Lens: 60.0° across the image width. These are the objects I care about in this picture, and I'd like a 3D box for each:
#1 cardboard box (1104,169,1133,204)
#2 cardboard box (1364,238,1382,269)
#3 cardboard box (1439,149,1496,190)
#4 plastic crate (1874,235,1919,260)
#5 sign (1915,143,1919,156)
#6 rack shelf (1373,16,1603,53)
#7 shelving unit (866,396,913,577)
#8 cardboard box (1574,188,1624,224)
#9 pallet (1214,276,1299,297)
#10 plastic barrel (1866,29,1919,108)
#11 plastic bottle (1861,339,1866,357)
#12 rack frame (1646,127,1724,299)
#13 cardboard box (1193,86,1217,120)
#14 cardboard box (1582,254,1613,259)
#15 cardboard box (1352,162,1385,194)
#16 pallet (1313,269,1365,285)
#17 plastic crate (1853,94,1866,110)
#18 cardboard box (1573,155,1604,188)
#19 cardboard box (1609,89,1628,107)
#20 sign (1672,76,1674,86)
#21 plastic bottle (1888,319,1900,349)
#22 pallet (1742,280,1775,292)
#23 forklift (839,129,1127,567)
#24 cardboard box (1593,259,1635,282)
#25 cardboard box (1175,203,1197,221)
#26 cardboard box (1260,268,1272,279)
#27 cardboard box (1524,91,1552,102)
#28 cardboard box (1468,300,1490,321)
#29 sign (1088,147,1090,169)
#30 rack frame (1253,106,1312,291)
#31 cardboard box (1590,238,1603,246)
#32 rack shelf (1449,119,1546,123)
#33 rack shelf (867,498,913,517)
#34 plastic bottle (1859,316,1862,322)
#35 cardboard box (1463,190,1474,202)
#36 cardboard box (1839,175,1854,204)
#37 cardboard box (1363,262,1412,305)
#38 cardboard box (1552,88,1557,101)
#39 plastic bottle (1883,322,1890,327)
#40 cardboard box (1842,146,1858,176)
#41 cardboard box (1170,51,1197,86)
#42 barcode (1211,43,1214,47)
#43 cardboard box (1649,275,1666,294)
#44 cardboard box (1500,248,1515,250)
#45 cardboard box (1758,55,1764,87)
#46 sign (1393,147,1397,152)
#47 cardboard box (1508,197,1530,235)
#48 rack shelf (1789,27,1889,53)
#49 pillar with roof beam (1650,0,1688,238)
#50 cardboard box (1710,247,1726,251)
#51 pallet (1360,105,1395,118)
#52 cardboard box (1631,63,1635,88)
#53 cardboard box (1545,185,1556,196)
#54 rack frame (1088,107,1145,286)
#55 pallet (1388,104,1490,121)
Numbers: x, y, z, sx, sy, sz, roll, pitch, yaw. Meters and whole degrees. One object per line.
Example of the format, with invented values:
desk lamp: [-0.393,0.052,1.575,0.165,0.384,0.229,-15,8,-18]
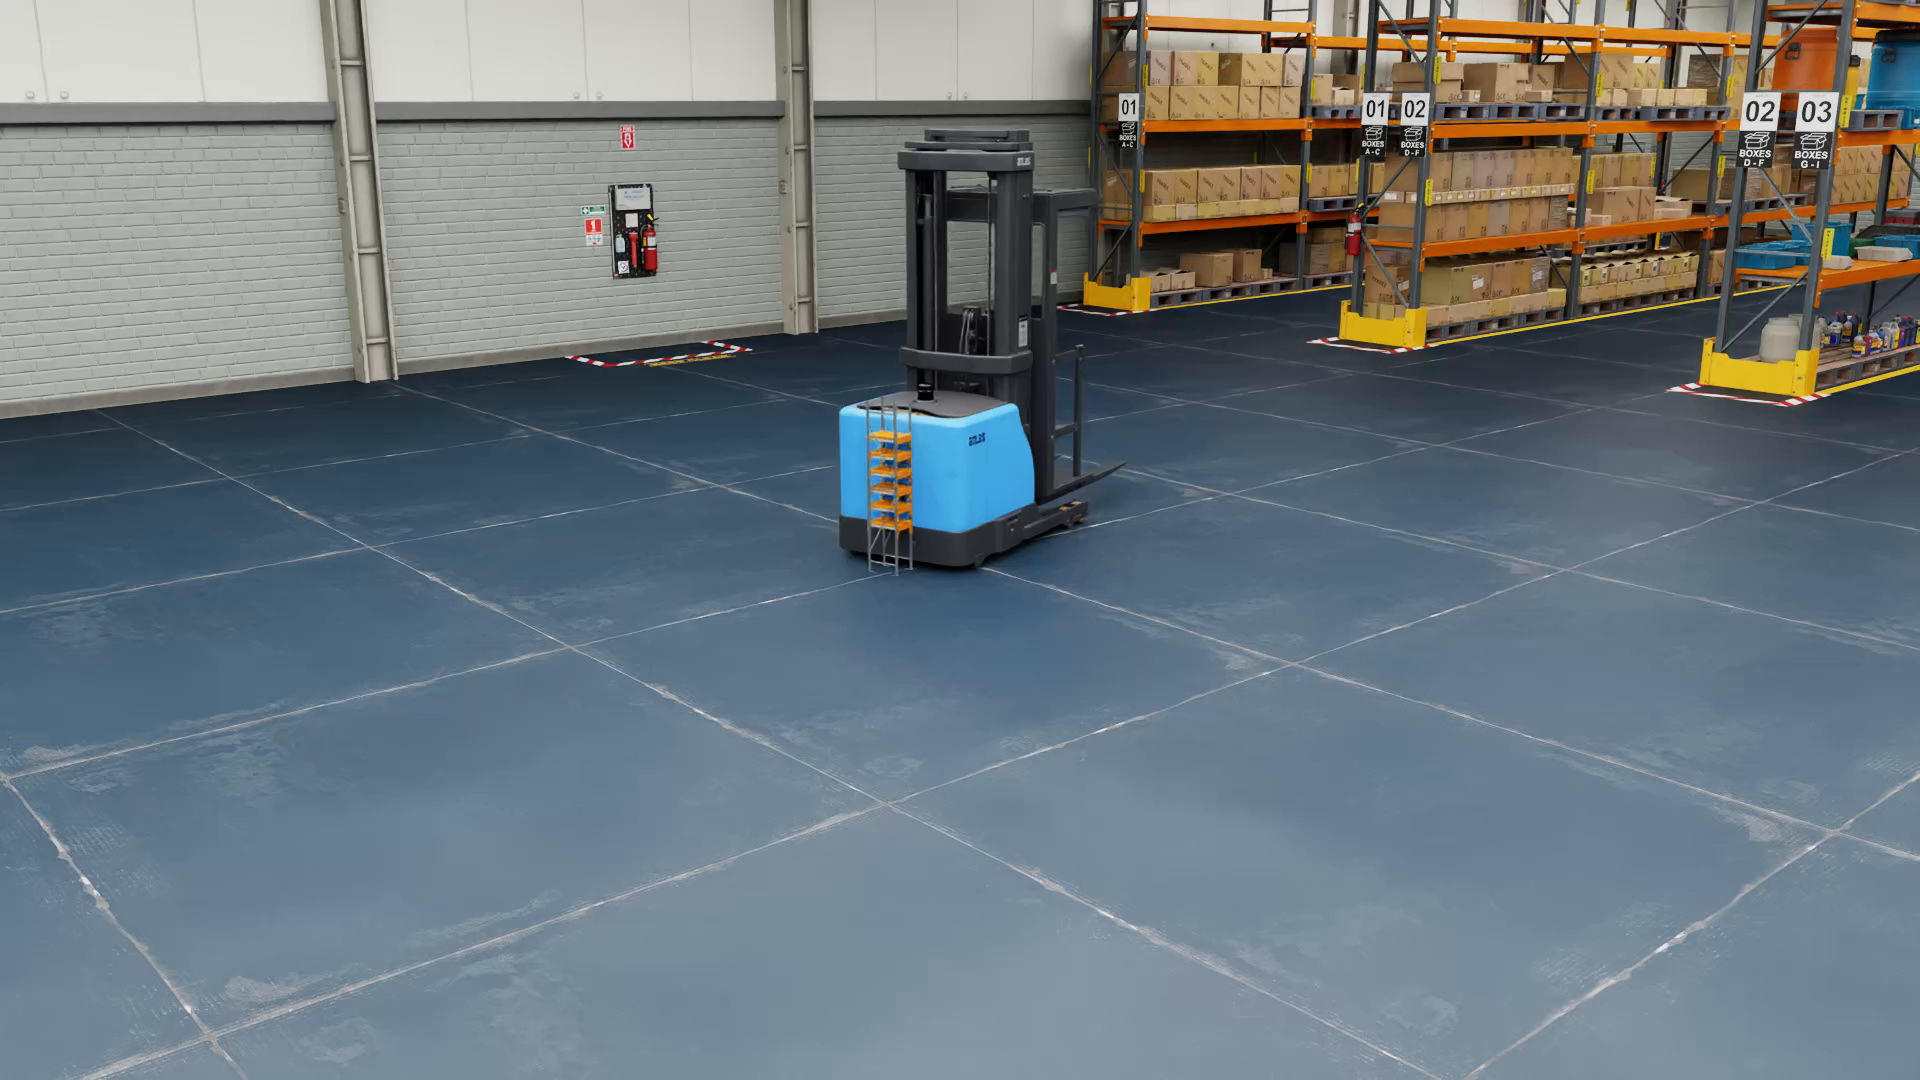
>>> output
cardboard box: [2.579,-5.470,25.714,0.500,0.500,0.500,-13,20,-40]
cardboard box: [7.068,-5.123,29.607,0.500,0.500,0.700,-13,20,-40]
cardboard box: [6.791,-5.022,22.530,0.500,0.500,0.700,-13,19,-39]
plastic crate: [11.227,-3.486,19.776,0.616,0.251,0.499,-13,19,-39]
sign: [18.036,-7.396,31.272,0.005,0.325,0.100,-13,19,-39]
rack shelf: [7.126,-6.782,22.370,4.000,0.370,1.077,-13,19,-39]
shelving unit: [-0.478,-0.362,11.282,0.258,1.200,0.189,9,17,29]
cardboard box: [9.622,-5.027,25.065,0.500,0.500,0.500,-11,18,-35]
pallet: [4.897,-4.259,27.785,1.213,0.211,1.003,-13,19,-39]
plastic barrel: [11.062,-5.544,19.597,0.708,0.901,0.600,-13,19,-39]
plastic bottle: [10.516,-2.245,19.412,0.097,0.201,0.097,0,15,0]
rack frame: [11.652,-5.441,26.805,0.127,3.000,1.000,-13,19,-39]
cardboard box: [3.597,-6.737,25.614,0.500,0.500,0.500,-12,19,-37]
cardboard box: [9.900,-4.291,25.928,0.500,0.311,0.500,-13,20,-40]
cardboard box: [7.124,-6.368,29.232,0.500,0.500,0.700,-13,19,-39]
pallet: [6.887,-4.719,29.509,1.213,0.211,1.003,-13,19,-39]
plastic crate: [10.107,-4.943,19.163,0.575,0.384,0.392,-13,19,-39]
cardboard box: [12.389,-7.438,33.703,0.700,0.700,0.980,-13,20,-41]
cardboard box: [9.518,-6.539,24.581,0.500,0.250,0.500,14,20,42]
sign: [14.778,-9.490,34.592,0.005,0.325,0.100,-13,19,-39]
plastic bottle: [11.198,-2.478,19.996,0.185,0.351,0.144,-13,20,-40]
pallet: [13.160,-4.418,28.381,1.213,0.211,1.003,-13,19,-39]
forklift: [0.329,-1.560,12.410,1.130,2.935,3.031,9,17,29]
cardboard box: [9.881,-4.102,25.220,0.500,0.311,0.500,-14,20,-41]
cardboard box: [3.321,-5.098,25.774,0.500,0.250,0.500,-13,20,-41]
cardboard box: [4.996,-4.474,27.824,0.380,0.166,0.250,13,20,40]
cardboard box: [7.904,-6.104,22.877,0.250,0.149,0.380,-13,19,-39]
cardboard box: [6.920,-3.177,22.847,0.500,0.250,0.500,-13,19,-39]
sign: [2.013,-5.873,25.567,0.005,0.325,0.100,-13,19,-39]
rack frame: [5.380,-5.727,27.877,0.127,3.000,1.000,-13,19,-39]
cardboard box: [12.816,-6.355,34.258,0.500,0.500,0.700,-12,19,-38]
rack shelf: [9.906,-7.845,31.388,4.000,0.370,1.077,-13,19,-39]
rack shelf: [-0.478,-0.204,11.324,0.258,0.103,0.180,9,17,29]
plastic bottle: [11.200,-2.649,20.765,0.133,0.283,0.061,-13,19,-39]
cardboard box: [6.633,-4.601,22.212,0.250,0.149,0.380,-13,20,-40]
cardboard box: [15.617,-6.287,29.781,0.500,0.500,0.500,-12,19,-38]
cardboard box: [5.826,-3.471,22.493,0.500,0.500,0.500,-13,19,-39]
cardboard box: [11.777,-8.871,33.120,0.500,0.250,0.500,-12,19,-39]
plastic bottle: [11.326,-2.521,20.303,0.135,0.276,0.152,-13,19,-39]
cardboard box: [15.599,-6.762,29.622,0.500,0.500,0.500,-13,20,-41]
cardboard box: [3.224,-7.132,25.157,0.500,0.500,0.500,-13,20,-40]
barcode: [4.049,-7.942,26.676,0.075,0.075,0.001,-13,19,-39]
cardboard box: [10.648,-4.006,25.948,0.500,0.250,0.500,-12,19,-38]
cardboard box: [10.342,-5.960,32.101,0.750,0.750,0.750,-12,19,-38]
cardboard box: [12.755,-7.667,27.195,0.500,0.500,0.500,-13,19,-39]
sign: [8.031,-7.071,30.666,0.005,0.325,0.100,-13,19,-39]
cardboard box: [7.529,-4.560,23.315,0.500,0.500,0.700,-12,19,-39]
rack shelf: [16.178,-9.006,29.930,4.000,0.370,1.077,-13,19,-39]
pillar with roof beam: [18.728,-10.446,33.918,0.400,9.000,9.100,-13,19,-39]
cardboard box: [12.574,-4.557,27.488,0.500,0.500,0.500,-14,20,-41]
pallet: [6.696,-7.345,28.488,1.003,0.211,1.213,-13,19,-39]
cardboard box: [13.287,-9.400,33.646,0.500,0.500,0.500,-14,20,-42]
cardboard box: [8.186,-4.950,23.520,0.250,0.149,0.380,-13,20,-41]
rack frame: [2.363,-5.049,25.340,0.127,3.000,1.000,-13,19,-39]
pallet: [6.168,-5.607,21.786,1.213,0.211,1.003,-13,19,-39]
